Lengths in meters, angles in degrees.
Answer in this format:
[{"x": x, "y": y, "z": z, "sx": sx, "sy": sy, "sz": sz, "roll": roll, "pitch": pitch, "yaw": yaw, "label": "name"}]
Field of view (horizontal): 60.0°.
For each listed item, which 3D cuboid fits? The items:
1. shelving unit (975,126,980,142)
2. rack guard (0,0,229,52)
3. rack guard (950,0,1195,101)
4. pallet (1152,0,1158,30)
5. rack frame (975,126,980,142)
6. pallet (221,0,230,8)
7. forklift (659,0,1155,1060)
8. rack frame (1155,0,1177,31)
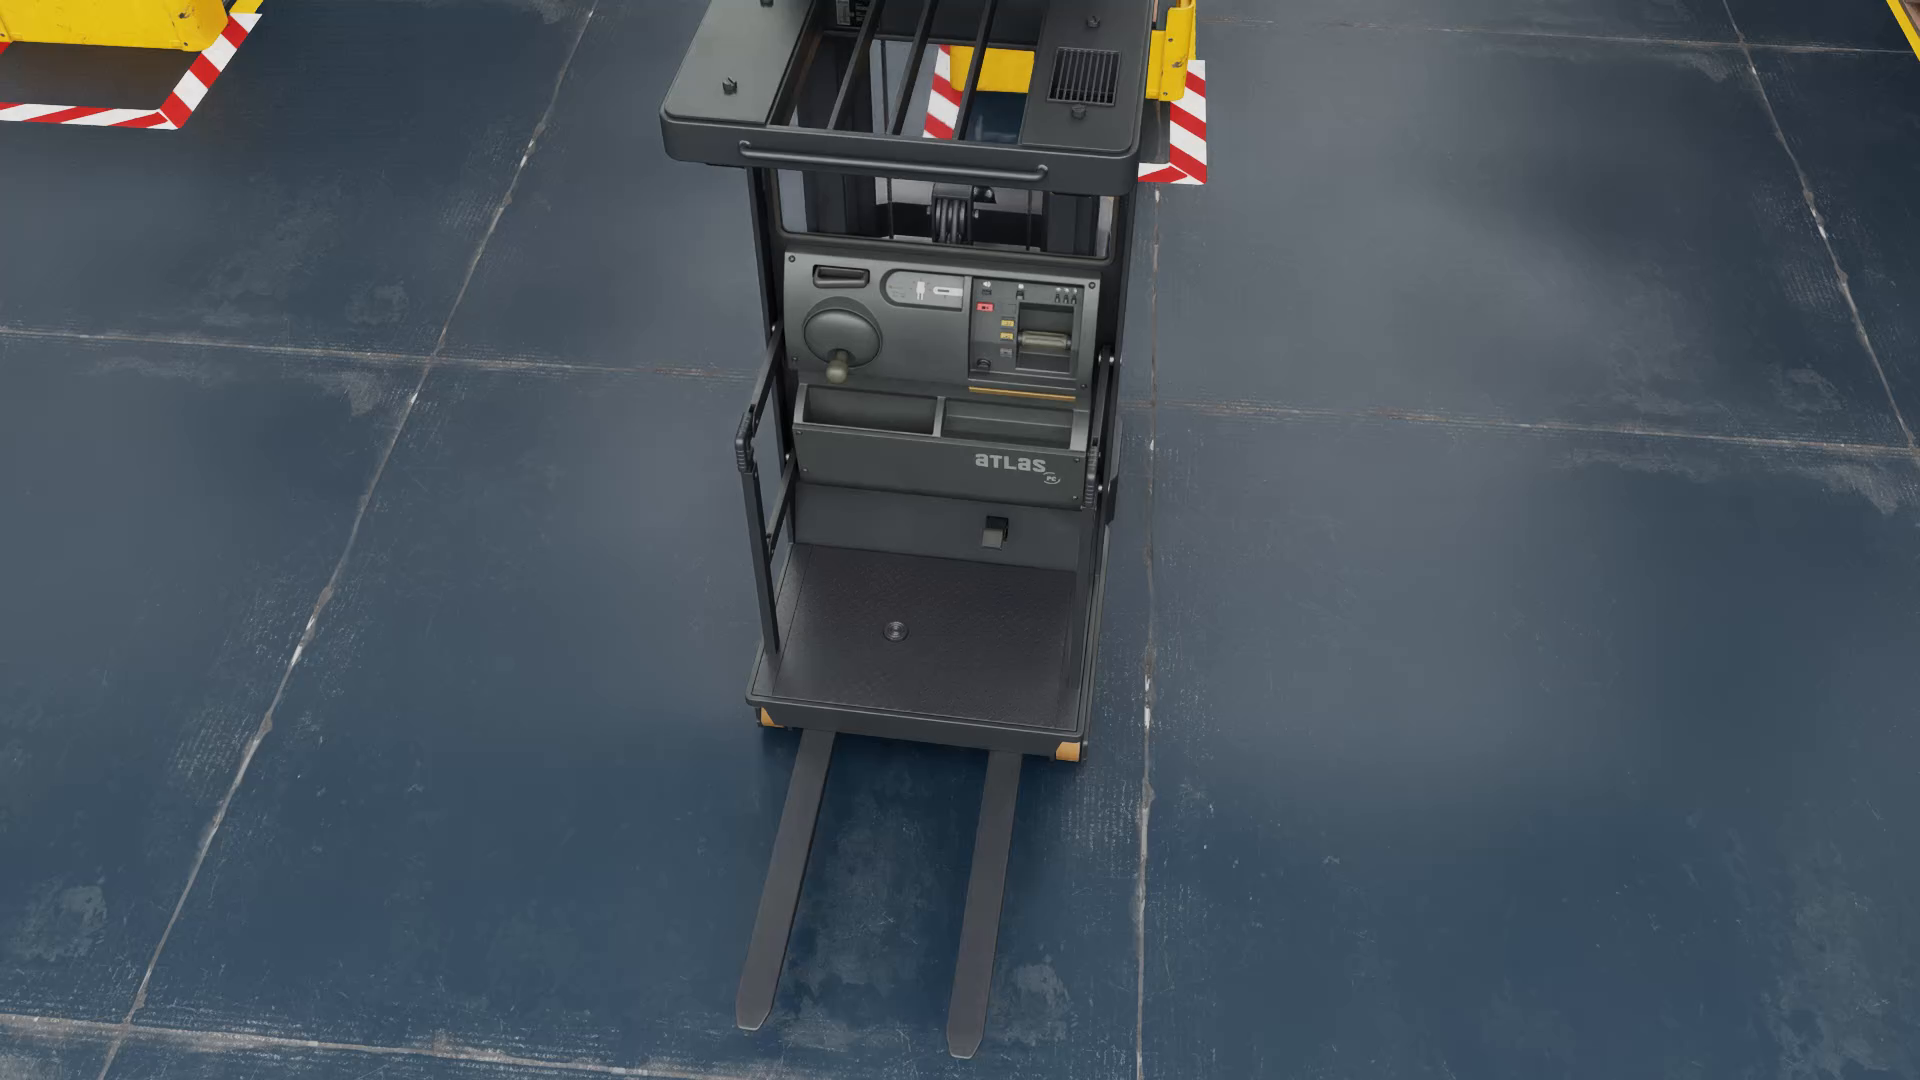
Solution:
[{"x": 0.141, "y": -1.102, "z": 6.546, "sx": 0.215, "sy": 1.050, "sz": 0.252, "roll": 6, "pitch": 48, "yaw": 5, "label": "shelving unit"}, {"x": -4.436, "y": -2.841, "z": 8.510, "sx": 1.175, "sy": 0.500, "sz": 0.348, "roll": 4, "pitch": 48, "yaw": 4, "label": "rack guard"}, {"x": 0.543, "y": -2.505, "z": 8.202, "sx": 1.175, "sy": 0.500, "sz": 0.348, "roll": 4, "pitch": 48, "yaw": 4, "label": "rack guard"}, {"x": 0.652, "y": -3.002, "z": 8.853, "sx": 1.003, "sy": 0.211, "sz": 1.213, "roll": 4, "pitch": 48, "yaw": 4, "label": "pallet"}, {"x": 0.158, "y": -1.191, "z": 6.628, "sx": 0.200, "sy": 1.050, "sz": 0.008, "roll": 6, "pitch": 48, "yaw": 5, "label": "rack frame"}, {"x": -4.357, "y": -3.340, "z": 9.162, "sx": 1.003, "sy": 0.211, "sz": 1.213, "roll": 4, "pitch": 48, "yaw": 4, "label": "pallet"}, {"x": -0.087, "y": -0.535, "z": 4.753, "sx": 1.130, "sy": 2.935, "sz": 3.031, "roll": 6, "pitch": 48, "yaw": 5, "label": "forklift"}, {"x": 0.536, "y": -3.293, "z": 7.229, "sx": 1.000, "sy": 3.000, "sz": 0.127, "roll": 4, "pitch": 48, "yaw": 4, "label": "rack frame"}]
